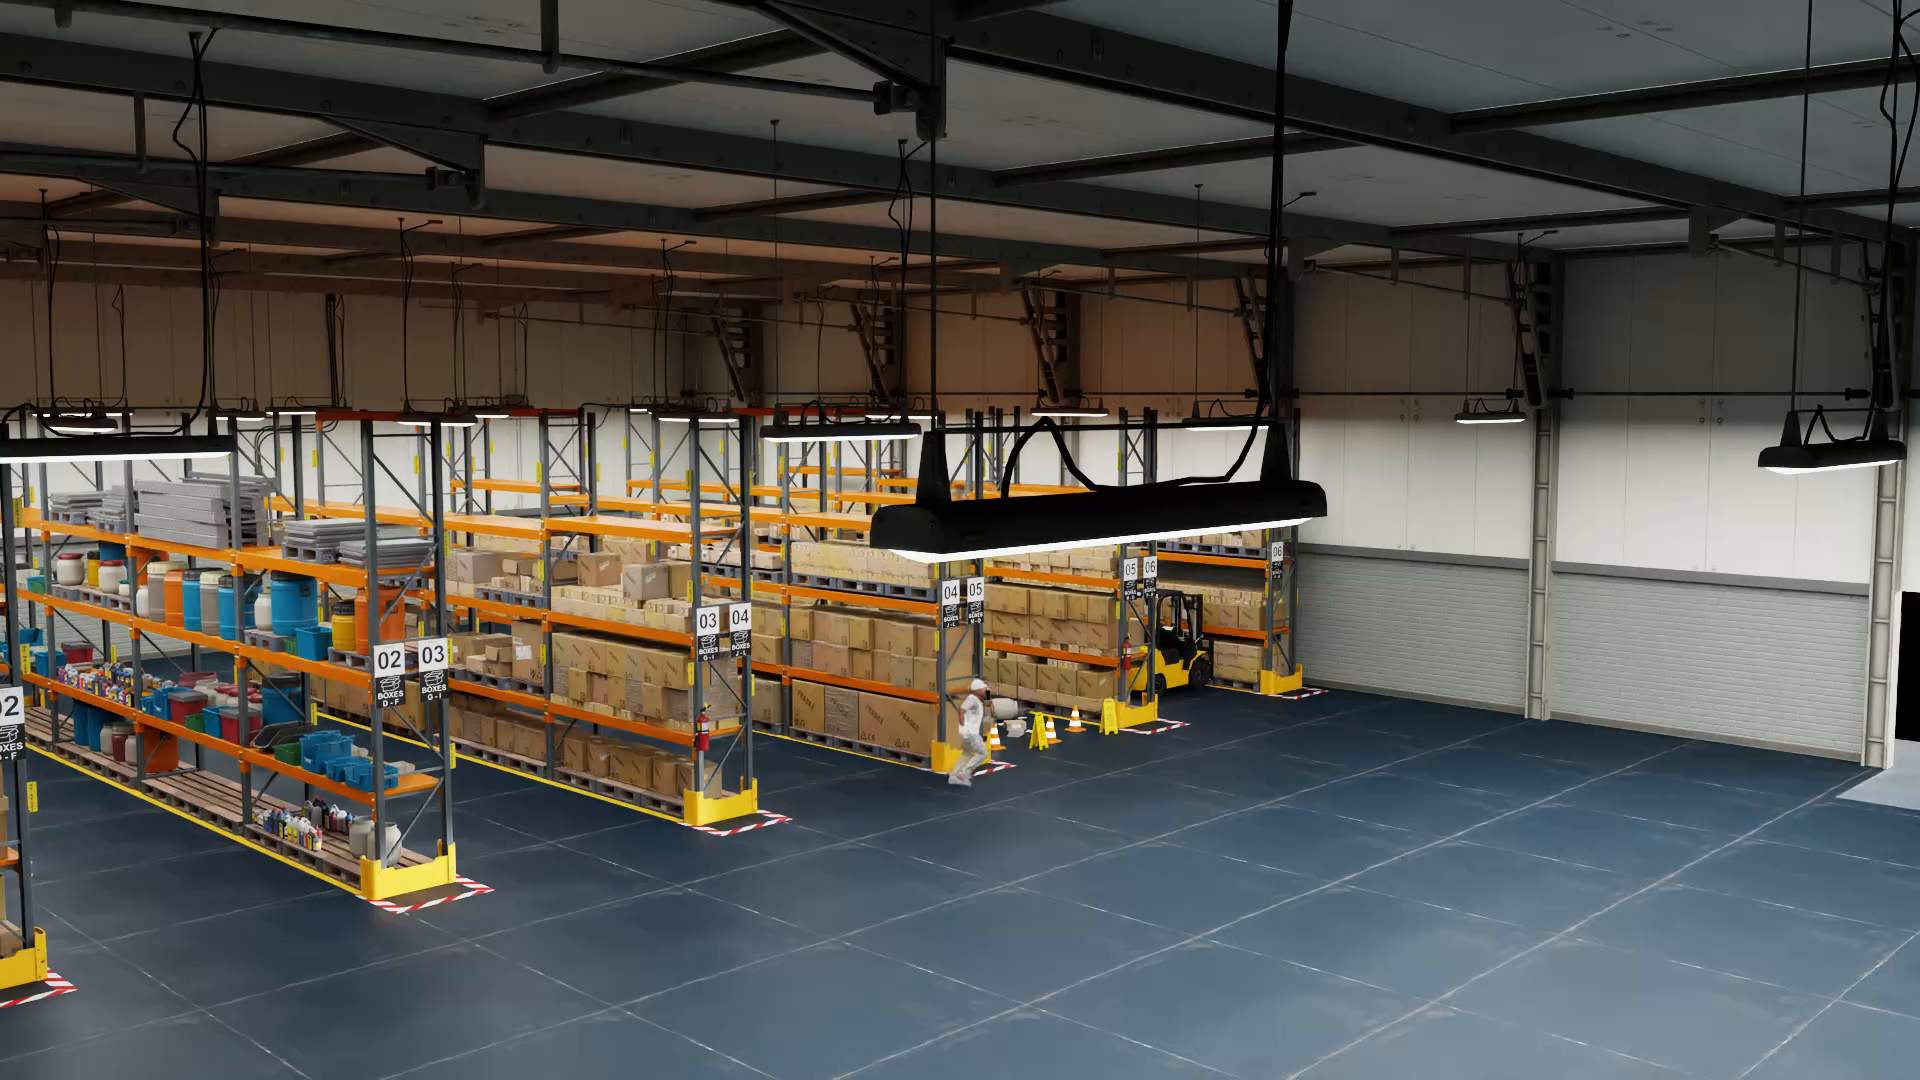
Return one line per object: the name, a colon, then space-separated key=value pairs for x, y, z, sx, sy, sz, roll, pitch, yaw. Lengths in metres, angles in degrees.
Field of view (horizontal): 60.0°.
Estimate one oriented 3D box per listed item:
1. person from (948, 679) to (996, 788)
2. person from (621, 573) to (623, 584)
person: x=0.200 y=3.107 z=26.704 sx=0.780 sy=1.753 sz=0.674 roll=0 pitch=5 yaw=-1
person: x=-9.513 y=1.428 z=45.448 sx=0.692 sy=1.791 sz=0.760 roll=2 pitch=5 yaw=21
